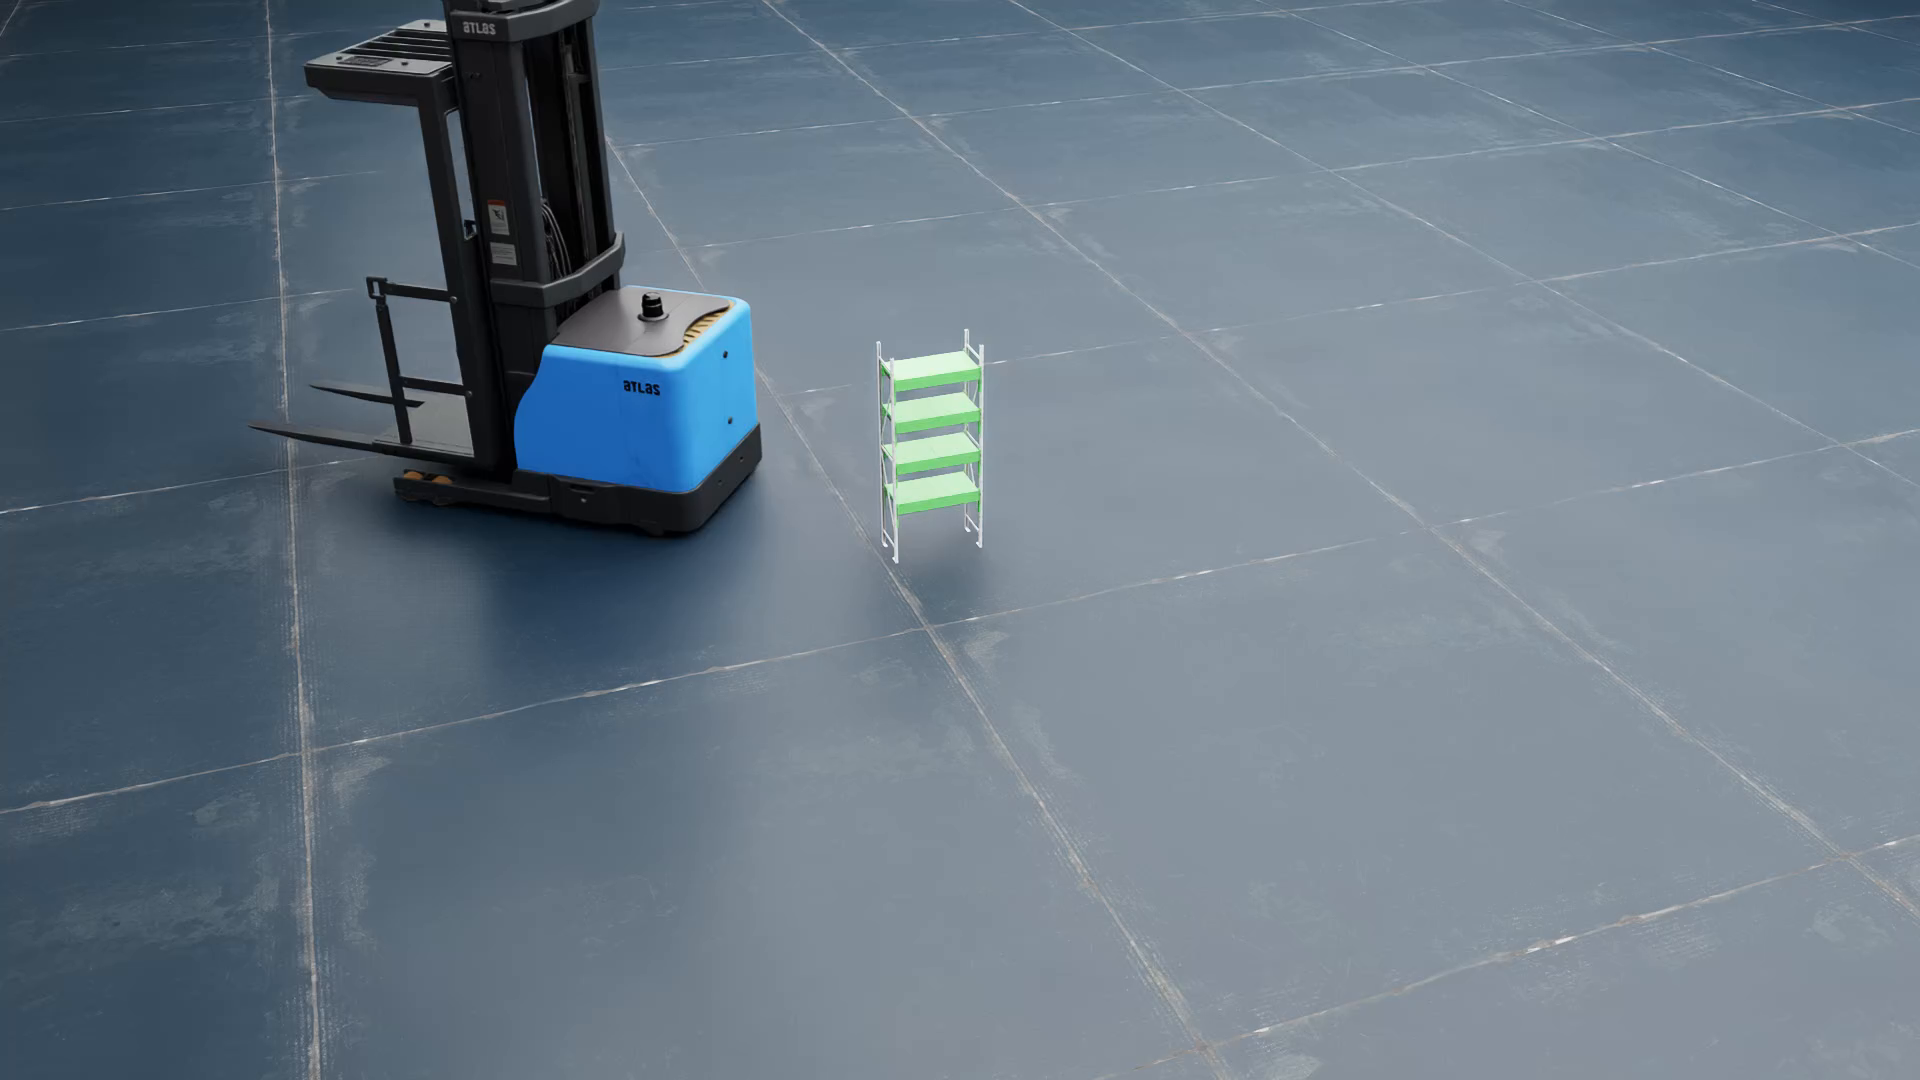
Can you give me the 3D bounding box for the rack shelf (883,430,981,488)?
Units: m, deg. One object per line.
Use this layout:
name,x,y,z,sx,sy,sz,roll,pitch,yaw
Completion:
rack shelf,-0.155,-0.437,8.934,0.480,0.148,0.258,-10,31,-18

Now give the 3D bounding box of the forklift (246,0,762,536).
forklift,-2.759,-1.711,9.292,3.031,2.935,1.130,9,31,15

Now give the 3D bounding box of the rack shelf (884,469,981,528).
rack shelf,-0.155,-0.229,9.053,0.480,0.148,0.258,-10,31,-18

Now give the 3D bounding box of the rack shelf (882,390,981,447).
rack shelf,-0.155,-0.646,8.816,0.480,0.148,0.258,-10,31,-18

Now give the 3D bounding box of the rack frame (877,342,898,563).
rack frame,-0.384,-0.451,8.829,0.015,1.200,0.240,-10,31,-18

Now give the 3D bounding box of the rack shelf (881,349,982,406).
rack shelf,-0.155,-0.854,8.697,0.480,0.148,0.258,-10,31,-18

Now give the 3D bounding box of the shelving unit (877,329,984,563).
shelving unit,-0.155,-0.493,8.903,0.503,1.200,0.258,-10,31,-18

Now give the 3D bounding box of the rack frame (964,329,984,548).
rack frame,0.074,-0.535,8.977,0.015,1.200,0.240,-10,31,-18
